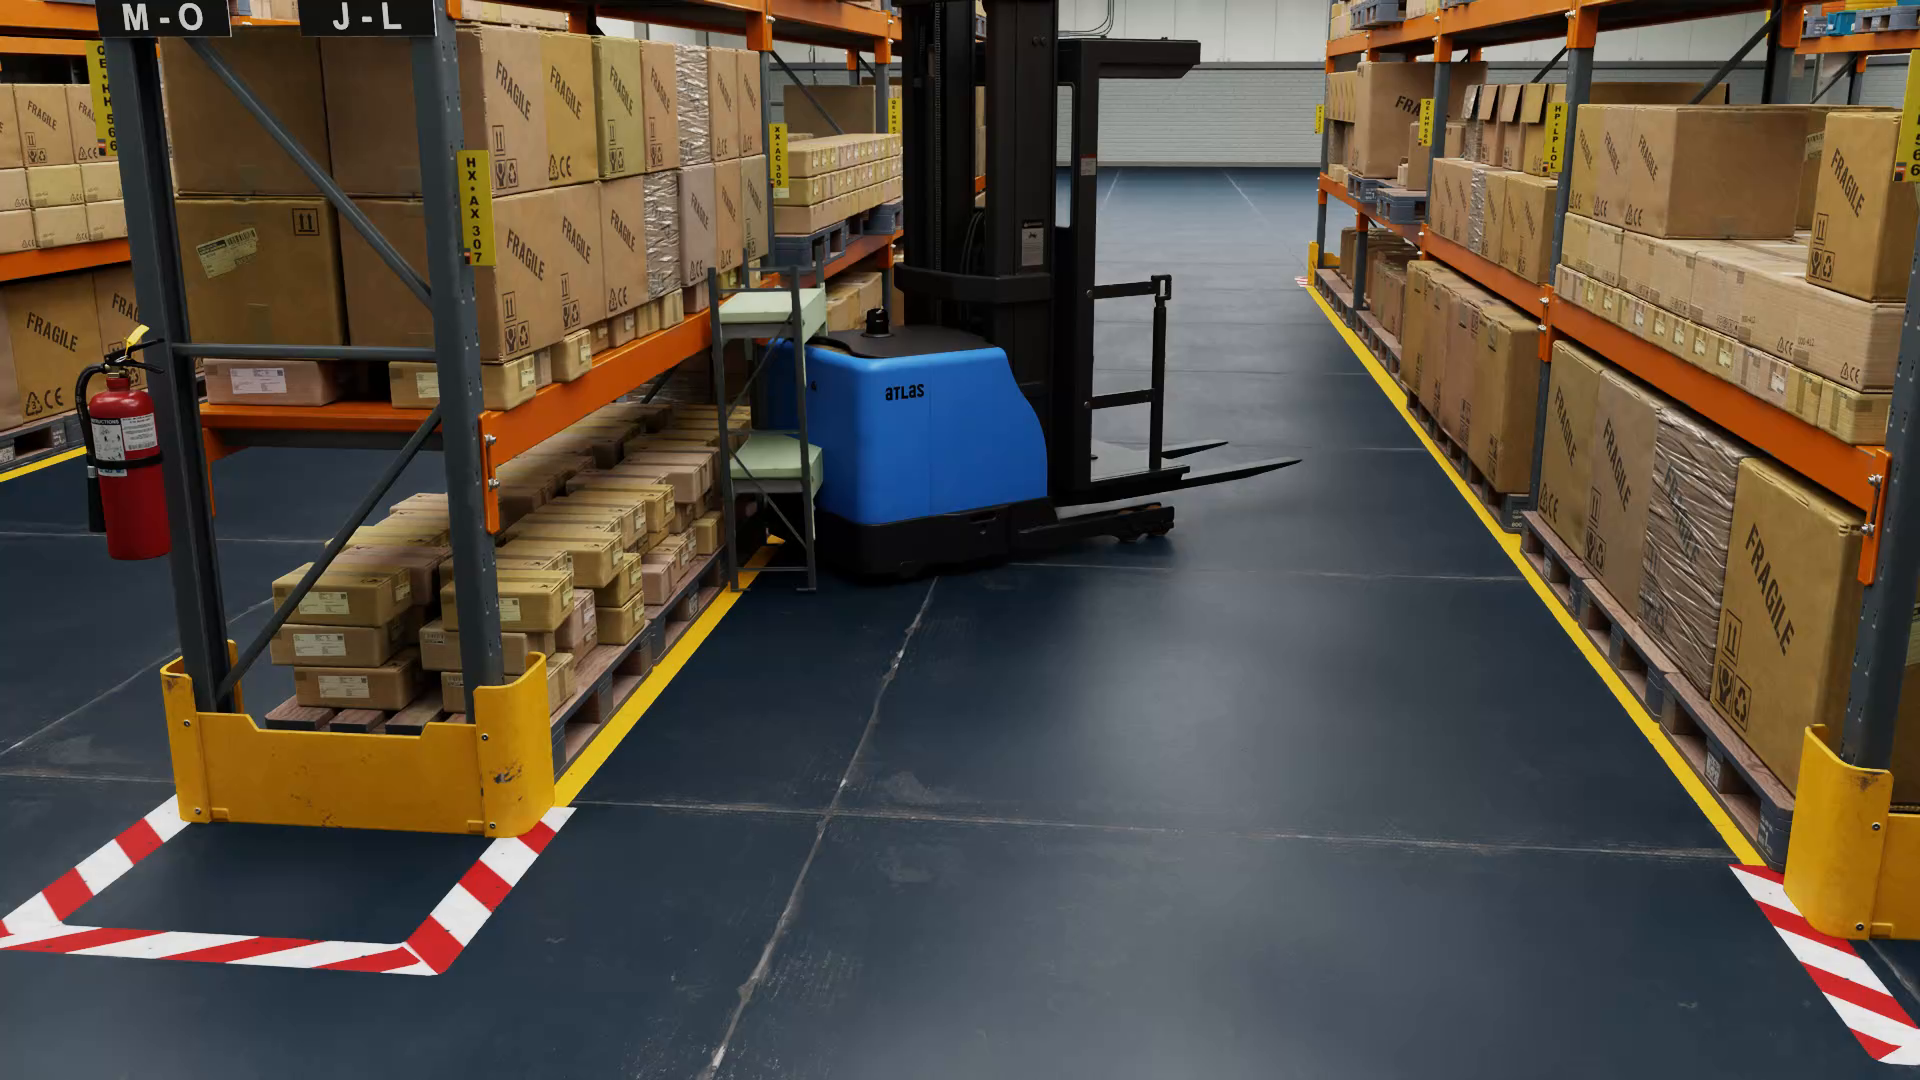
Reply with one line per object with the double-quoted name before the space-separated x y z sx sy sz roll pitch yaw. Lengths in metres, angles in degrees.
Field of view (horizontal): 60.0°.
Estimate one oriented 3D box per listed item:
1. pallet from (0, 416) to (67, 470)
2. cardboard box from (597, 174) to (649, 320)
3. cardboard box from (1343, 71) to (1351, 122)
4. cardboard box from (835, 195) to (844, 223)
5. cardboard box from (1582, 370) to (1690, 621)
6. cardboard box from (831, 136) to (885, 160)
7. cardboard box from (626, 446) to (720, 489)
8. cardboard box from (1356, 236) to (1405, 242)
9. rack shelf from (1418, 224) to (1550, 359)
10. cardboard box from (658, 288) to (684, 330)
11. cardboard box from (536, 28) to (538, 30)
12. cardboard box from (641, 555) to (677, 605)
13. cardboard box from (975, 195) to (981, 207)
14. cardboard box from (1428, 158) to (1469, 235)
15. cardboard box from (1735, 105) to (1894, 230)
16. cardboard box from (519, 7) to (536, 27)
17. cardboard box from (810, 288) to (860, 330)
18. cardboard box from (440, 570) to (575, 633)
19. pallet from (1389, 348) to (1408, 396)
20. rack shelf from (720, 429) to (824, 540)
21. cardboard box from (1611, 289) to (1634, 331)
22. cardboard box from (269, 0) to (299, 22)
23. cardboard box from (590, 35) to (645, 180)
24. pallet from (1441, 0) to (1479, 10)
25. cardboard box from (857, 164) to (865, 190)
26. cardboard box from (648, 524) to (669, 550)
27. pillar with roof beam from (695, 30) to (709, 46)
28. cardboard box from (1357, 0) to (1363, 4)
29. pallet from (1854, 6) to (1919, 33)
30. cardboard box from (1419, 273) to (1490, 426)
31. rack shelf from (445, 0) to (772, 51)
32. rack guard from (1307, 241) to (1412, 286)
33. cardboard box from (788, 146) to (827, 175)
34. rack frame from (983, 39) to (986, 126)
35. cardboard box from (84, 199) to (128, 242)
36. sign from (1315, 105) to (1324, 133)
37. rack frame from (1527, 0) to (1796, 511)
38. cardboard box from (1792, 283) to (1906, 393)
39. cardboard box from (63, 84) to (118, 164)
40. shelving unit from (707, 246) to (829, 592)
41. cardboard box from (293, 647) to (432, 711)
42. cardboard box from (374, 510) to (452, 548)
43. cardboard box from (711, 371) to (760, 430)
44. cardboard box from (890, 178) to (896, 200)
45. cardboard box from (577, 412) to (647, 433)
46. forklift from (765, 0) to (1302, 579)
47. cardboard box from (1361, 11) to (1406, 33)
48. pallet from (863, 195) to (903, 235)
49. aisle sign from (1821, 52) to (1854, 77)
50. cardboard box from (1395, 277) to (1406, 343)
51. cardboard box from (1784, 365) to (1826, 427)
"pallet" -6.402 -0.567 10.356 1.003 0.211 1.213 2 15 6
"cardboard box" -1.508 -1.121 6.298 0.500 0.500 0.500 2 15 7
"cardboard box" 4.225 -4.553 17.076 0.500 0.500 0.500 2 15 6
"cardboard box" -0.896 -1.964 9.854 0.380 0.149 0.250 2 15 7
"cardboard box" 3.177 -0.194 6.899 0.875 0.875 0.875 2 15 6
"cardboard box" -0.719 -2.655 11.270 0.380 0.149 0.250 2 15 8
"cardboard box" -1.322 -0.335 7.672 0.380 0.149 0.250 1 15 4
"cardboard box" 4.577 -3.048 18.173 0.500 0.500 0.500 3 15 11
"rack shelf" 3.658 -1.591 10.177 1.077 0.370 4.000 2 15 6
"cardboard box" -1.389 -0.982 7.027 0.380 0.149 0.250 2 15 7
"cardboard box" -4.995 -5.718 18.797 0.380 0.149 0.250 1 15 5
"cardboard box" -1.403 0.164 6.967 0.380 0.149 0.250 1 15 4
"cardboard box" -0.238 -3.475 19.032 0.875 0.875 0.875 1 15 5
"cardboard box" 3.559 -2.387 11.551 0.500 0.500 0.500 2 15 8
"cardboard box" 3.586 -1.596 7.097 0.500 0.500 0.500 2 15 7
"cardboard box" -5.016 -5.806 18.358 0.500 0.250 0.500 2 15 7
"cardboard box" -0.969 -1.539 11.156 0.500 0.250 0.500 2 15 8
"cardboard box" -1.539 0.206 5.670 0.380 0.149 0.250 1 15 4
"pallet" 3.974 -1.313 13.114 1.003 0.211 1.213 2 15 6
"rack shelf" -0.855 -0.276 7.969 0.431 0.370 0.720 -1 17 4
"cardboard box" 2.953 -0.960 6.947 0.380 0.149 0.250 1 15 5
"cardboard box" -5.846 -4.490 13.584 0.700 0.500 0.500 2 15 6
"cardboard box" -1.490 -1.603 6.165 0.500 0.500 0.500 1 15 5
"pallet" 3.864 -3.645 11.011 1.213 0.211 1.003 2 15 9
"cardboard box" -0.808 -2.311 10.569 0.380 0.149 0.250 1 15 5
"cardboard box" -1.493 -0.064 7.241 0.380 0.149 0.250 2 15 9
"pillar with roof beam" -3.304 -15.365 48.244 9.100 9.000 0.400 2 15 6
"cardboard box" 4.154 -5.362 16.521 0.380 0.149 0.250 1 15 5
"pallet" 9.241 -4.895 15.634 1.213 0.211 1.003 2 15 6
"cardboard box" 3.677 -1.224 10.710 1.225 0.875 0.875 2 15 6
"rack shelf" -1.710 -2.174 6.586 1.077 0.370 4.000 2 15 6
"rack guard" 4.778 -3.305 19.928 1.175 0.500 0.348 2 15 6
"cardboard box" -0.957 -2.121 9.298 0.380 0.149 0.250 2 15 8
"rack frame" -0.130 -4.704 20.312 1.000 3.000 0.127 2 15 6
"cardboard box" -5.906 -2.141 11.121 0.500 0.250 0.500 1 15 5
"sign" 4.248 -4.965 19.620 0.100 0.325 0.005 2 15 6
"rack frame" 3.433 -1.419 8.164 1.000 3.000 0.127 2 15 6
"cardboard box" 2.772 -0.587 4.802 0.500 0.250 0.500 1 15 5
"cardboard box" -5.938 -2.745 10.959 0.500 0.500 0.500 1 15 5
"shelving unit" -0.865 -0.588 7.877 0.431 1.500 0.755 -1 17 4
"cardboard box" -2.083 0.477 5.810 0.380 0.149 0.250 2 15 7
"cardboard box" -2.047 -0.012 6.478 0.380 0.149 0.250 1 15 4
"cardboard box" -1.137 -0.771 9.753 0.500 0.500 0.500 2 15 8
"cardboard box" -0.662 -2.505 11.855 0.380 0.149 0.250 2 15 6
"cardboard box" -1.819 -0.552 8.476 0.380 0.149 0.250 2 15 9
"forklift" 0.520 -1.507 8.621 3.031 2.935 1.130 -10 18 -33
"cardboard box" 4.127 -4.996 15.931 0.500 0.250 0.500 2 15 8
"pallet" -1.007 -2.348 11.968 1.213 0.211 1.003 2 15 6
"aisle sign" 10.011 -5.651 18.832 0.394 0.787 0.004 2 15 6
"cardboard box" 4.047 -1.928 13.993 0.700 0.500 0.500 3 15 11
"cardboard box" 2.722 -0.430 4.987 0.380 0.149 0.250 2 15 7
